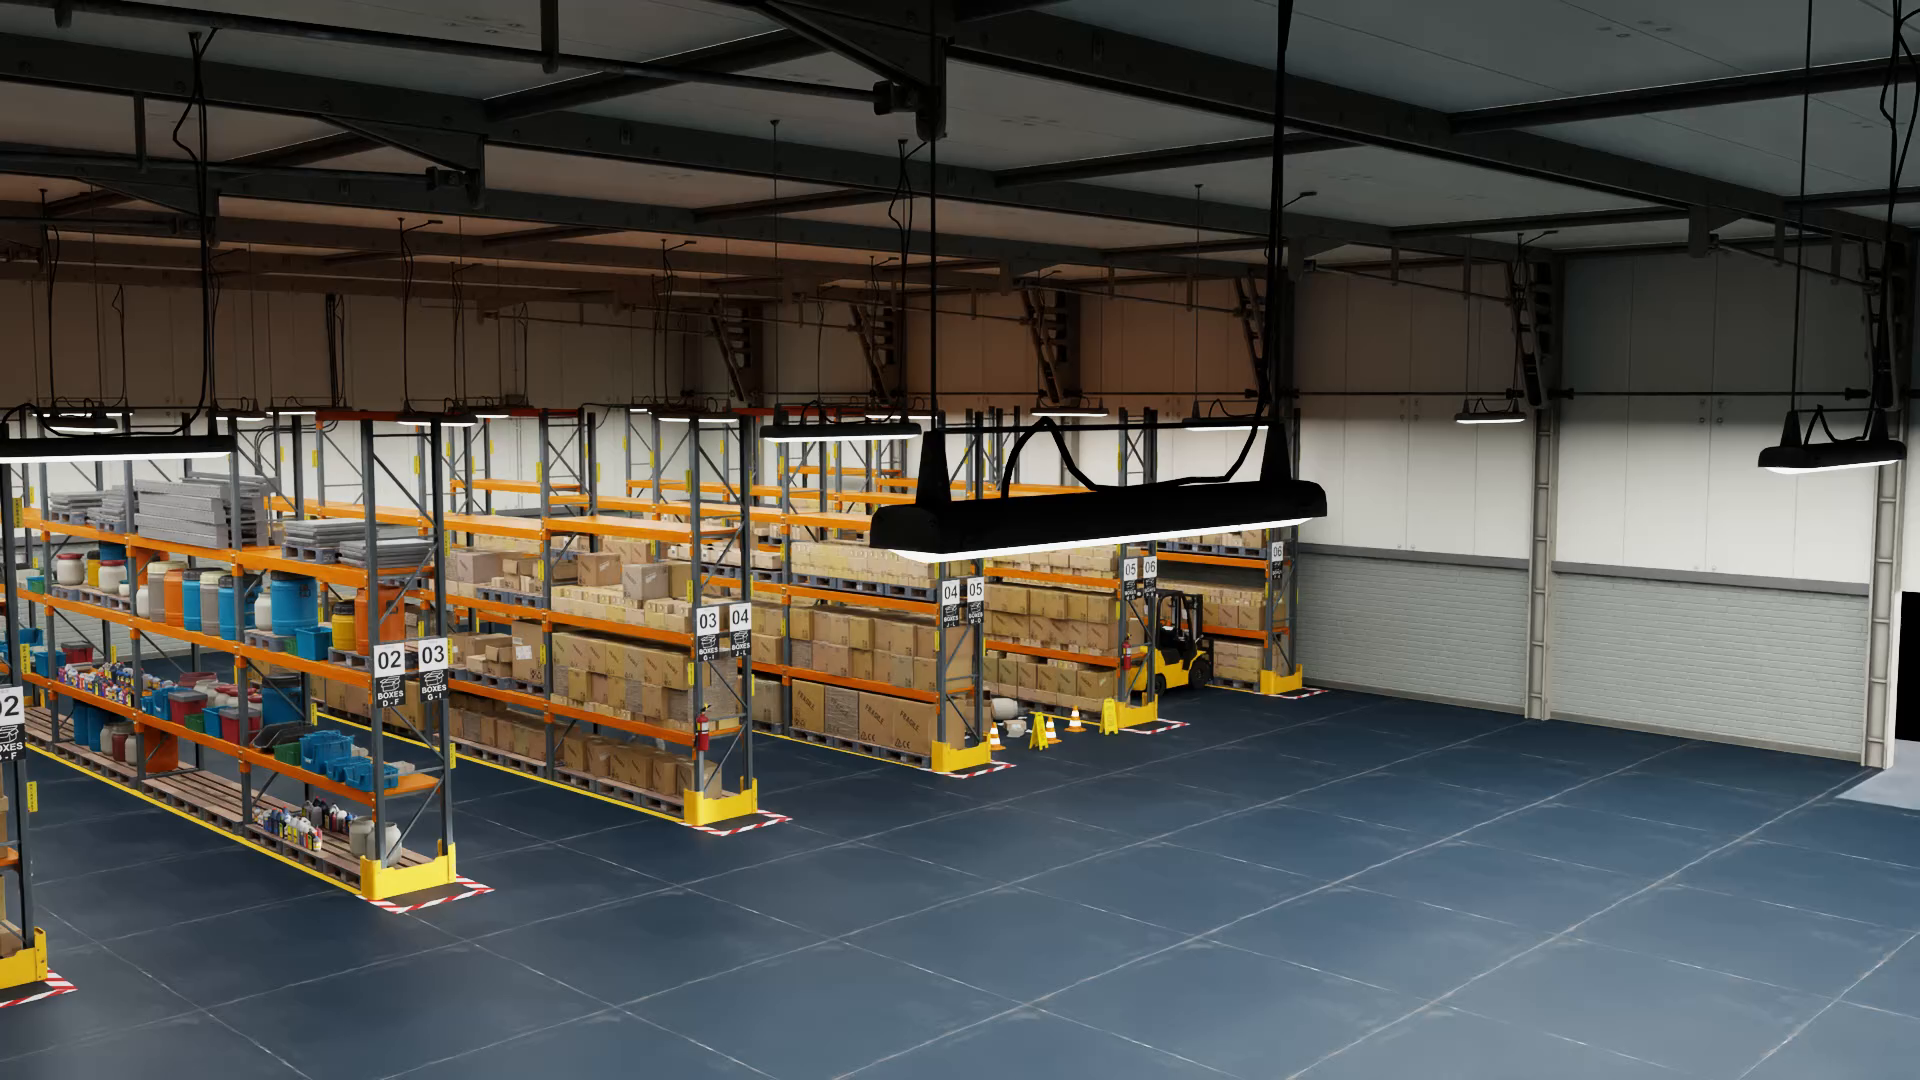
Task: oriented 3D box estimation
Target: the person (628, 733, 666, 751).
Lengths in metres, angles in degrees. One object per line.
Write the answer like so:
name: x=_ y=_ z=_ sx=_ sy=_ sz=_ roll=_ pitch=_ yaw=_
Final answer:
person: x=-5.347 y=2.987 z=28.646 sx=1.067 sy=1.582 sz=0.466 roll=3 pitch=6 yaw=30
